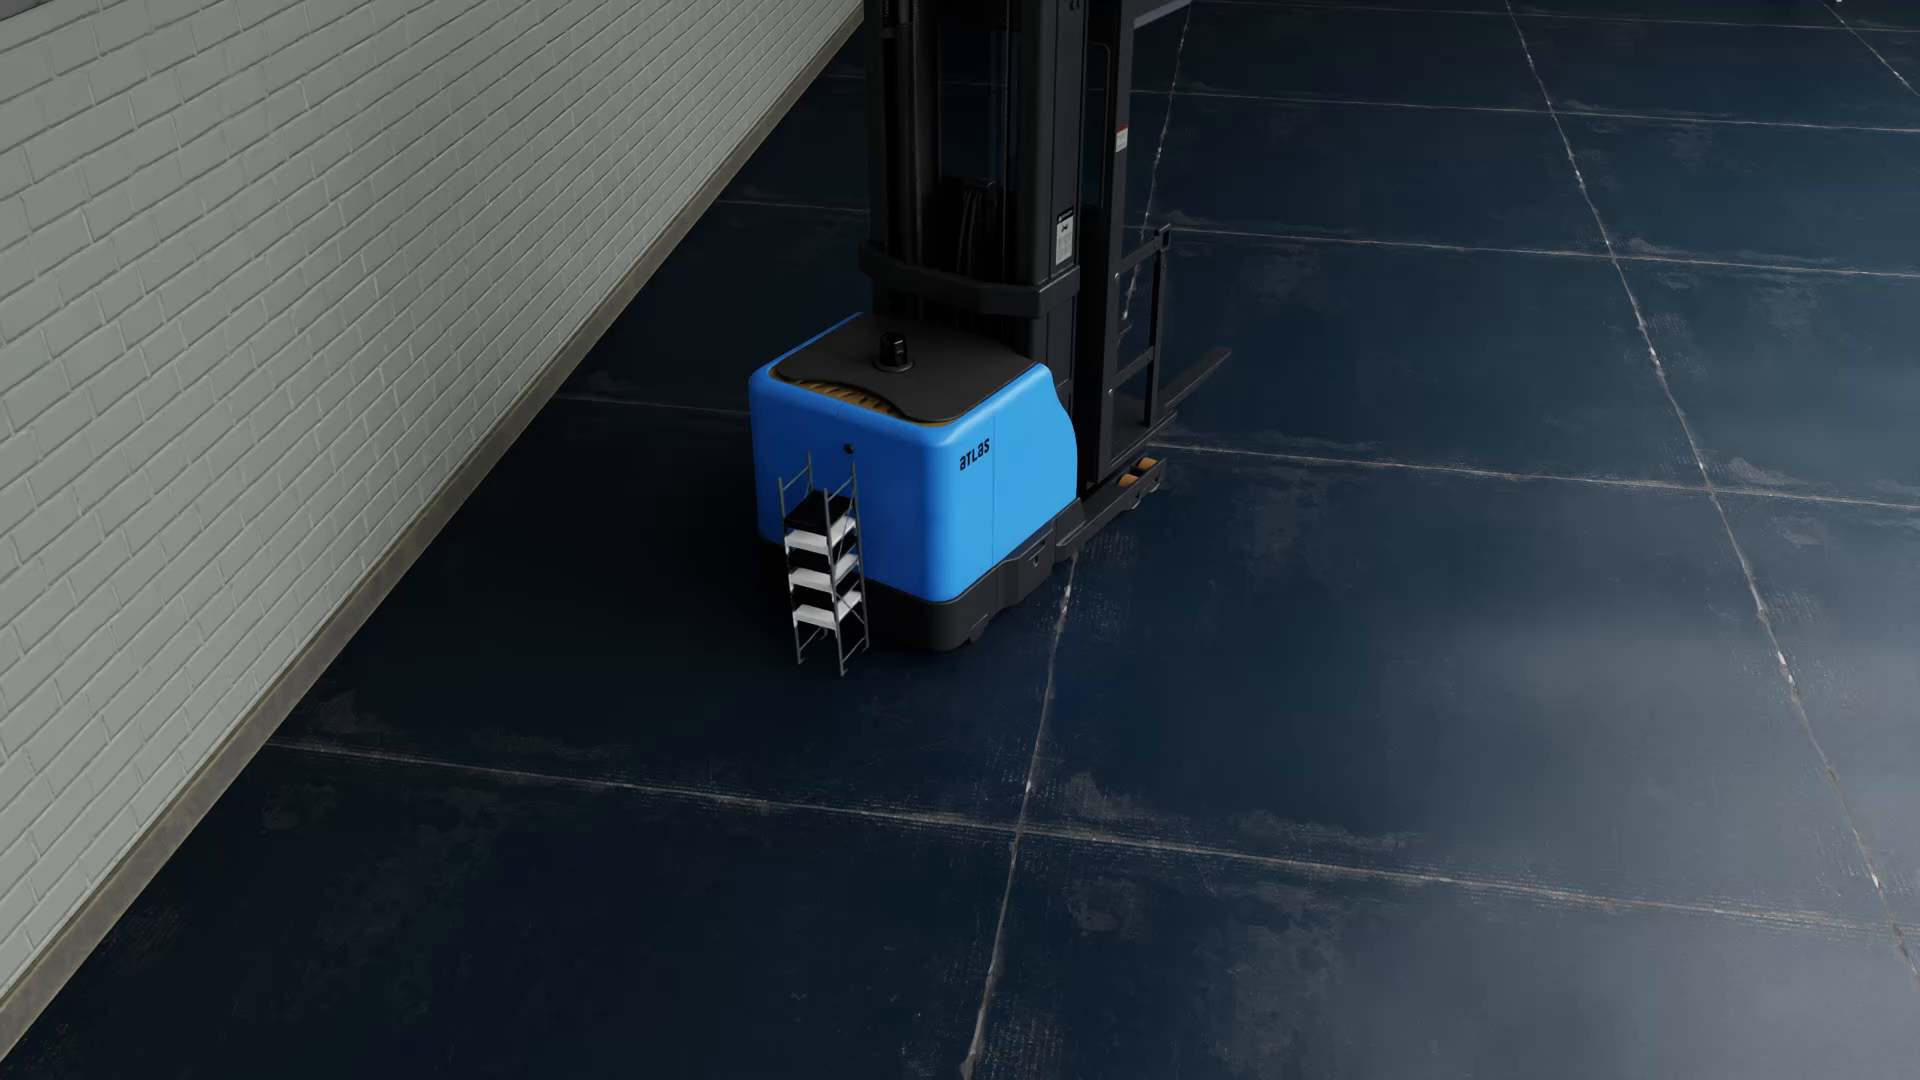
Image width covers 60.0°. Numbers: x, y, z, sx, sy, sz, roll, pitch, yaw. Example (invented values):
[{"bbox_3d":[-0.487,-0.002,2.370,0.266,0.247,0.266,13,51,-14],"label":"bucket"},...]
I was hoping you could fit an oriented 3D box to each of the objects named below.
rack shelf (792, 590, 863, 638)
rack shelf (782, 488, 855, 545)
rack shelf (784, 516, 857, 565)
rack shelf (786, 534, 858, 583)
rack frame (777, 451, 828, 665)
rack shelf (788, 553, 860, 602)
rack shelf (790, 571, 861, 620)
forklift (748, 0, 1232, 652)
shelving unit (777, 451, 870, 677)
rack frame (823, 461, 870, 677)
[{"bbox_3d":[-0.537,0.284,6.838,0.200,0.077,0.258,13,36,23],"label":"rack shelf"},{"bbox_3d":[-0.552,-0.094,6.594,0.200,0.077,0.258,13,36,23],"label":"rack shelf"},{"bbox_3d":[-0.549,-0.018,6.643,0.200,0.077,0.258,13,36,23],"label":"rack shelf"},{"bbox_3d":[-0.546,0.057,6.692,0.200,0.077,0.258,13,36,23],"label":"rack shelf"},{"bbox_3d":[-0.635,0.083,6.762,0.006,0.900,0.240,13,36,23],"label":"rack frame"},{"bbox_3d":[-0.543,0.133,6.741,0.200,0.077,0.258,13,36,23],"label":"rack shelf"},{"bbox_3d":[-0.540,0.208,6.789,0.200,0.077,0.258,13,36,23],"label":"rack shelf"},{"bbox_3d":[0.349,-1.519,7.414,1.130,2.935,3.031,20,37,28],"label":"forklift"},{"bbox_3d":[-0.544,0.105,6.723,0.210,0.900,0.258,13,36,23],"label":"shelving unit"},{"bbox_3d":[-0.453,0.126,6.683,0.006,0.900,0.240,13,36,23],"label":"rack frame"}]
